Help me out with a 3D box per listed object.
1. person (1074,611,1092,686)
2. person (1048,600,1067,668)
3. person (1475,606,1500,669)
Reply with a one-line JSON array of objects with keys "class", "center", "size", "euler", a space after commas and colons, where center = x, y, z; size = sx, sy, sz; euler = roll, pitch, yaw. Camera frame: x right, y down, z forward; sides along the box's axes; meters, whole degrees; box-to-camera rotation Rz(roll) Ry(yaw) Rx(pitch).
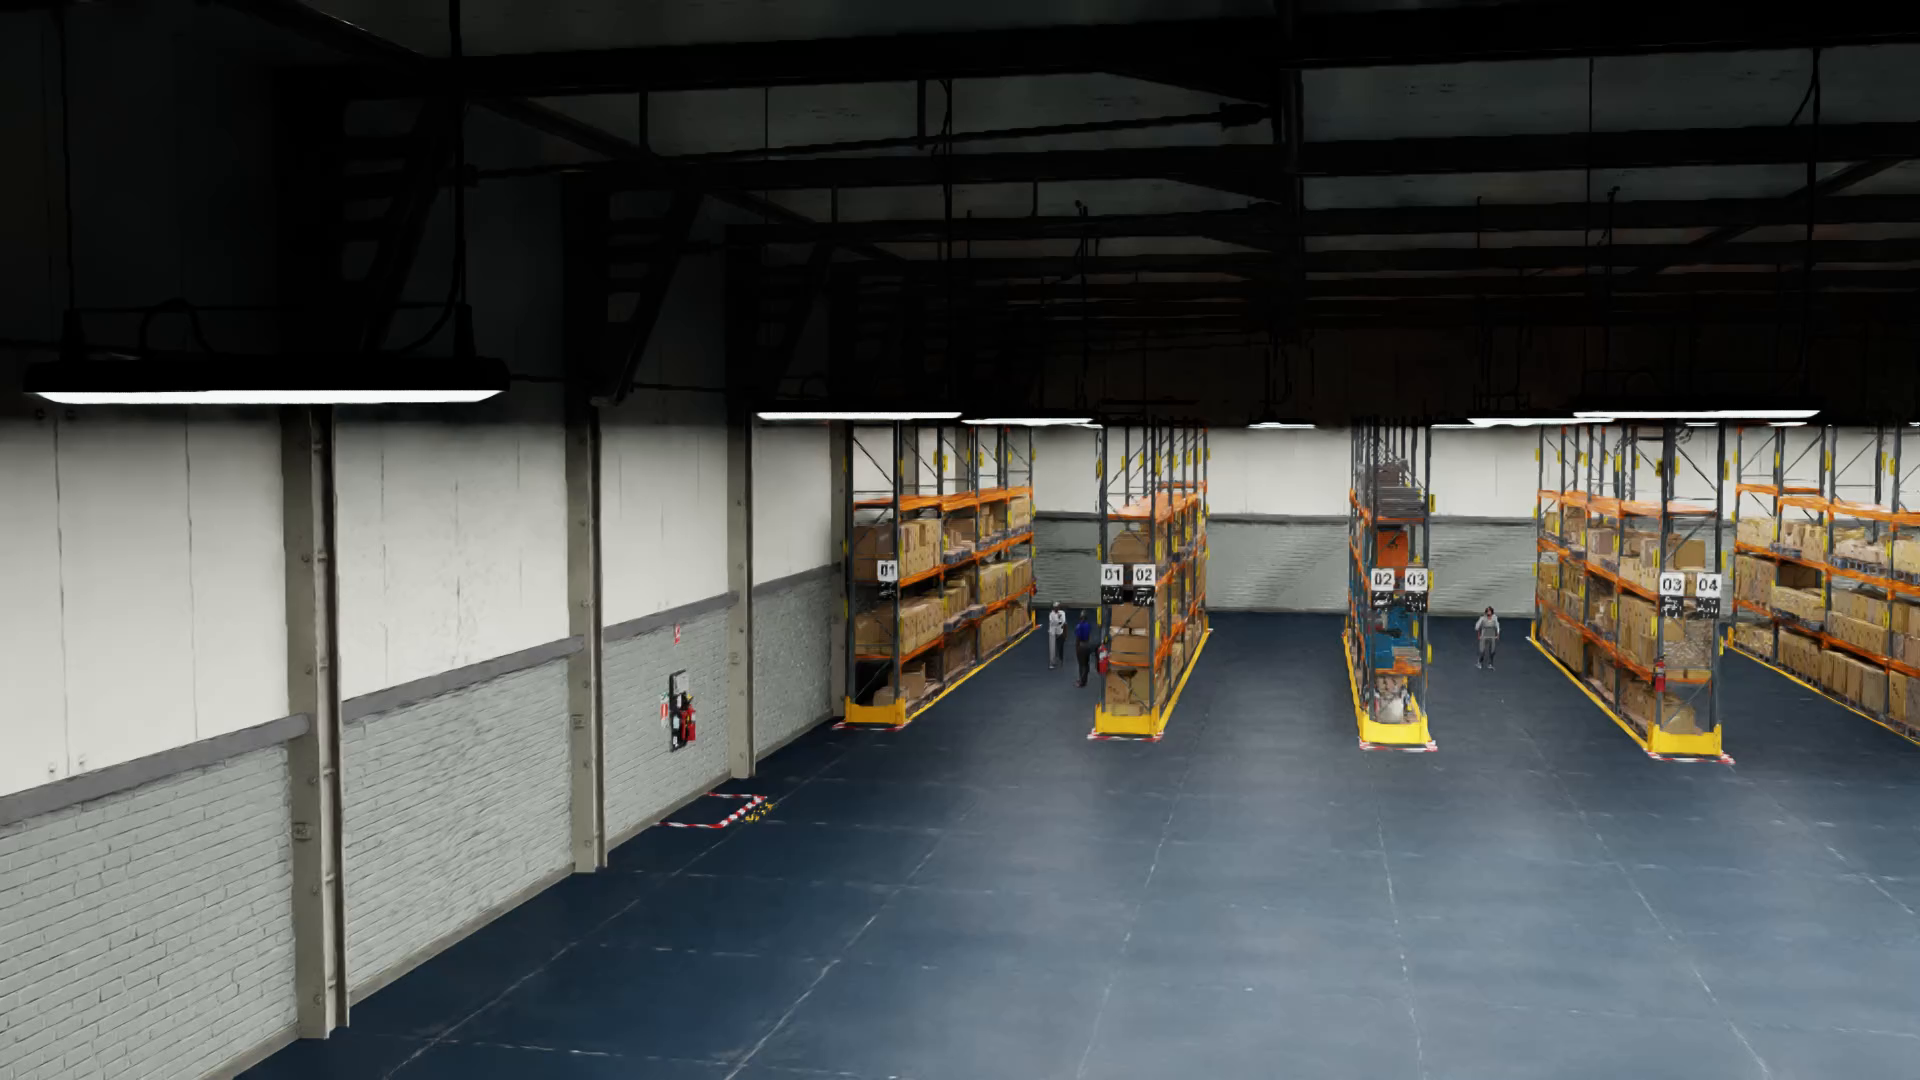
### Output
[{"class": "person", "center": [2.715, 2.412, 37.134], "size": [0.468, 1.661, 0.497], "euler": [4, 5, 43]}, {"class": "person", "center": [2.347, 2.240, 39.999], "size": [0.463, 1.625, 0.997], "euler": [1, 4, 11]}, {"class": "person", "center": [12.574, 2.321, 39.630], "size": [0.566, 1.541, 0.519], "euler": [1, 4, 10]}]
